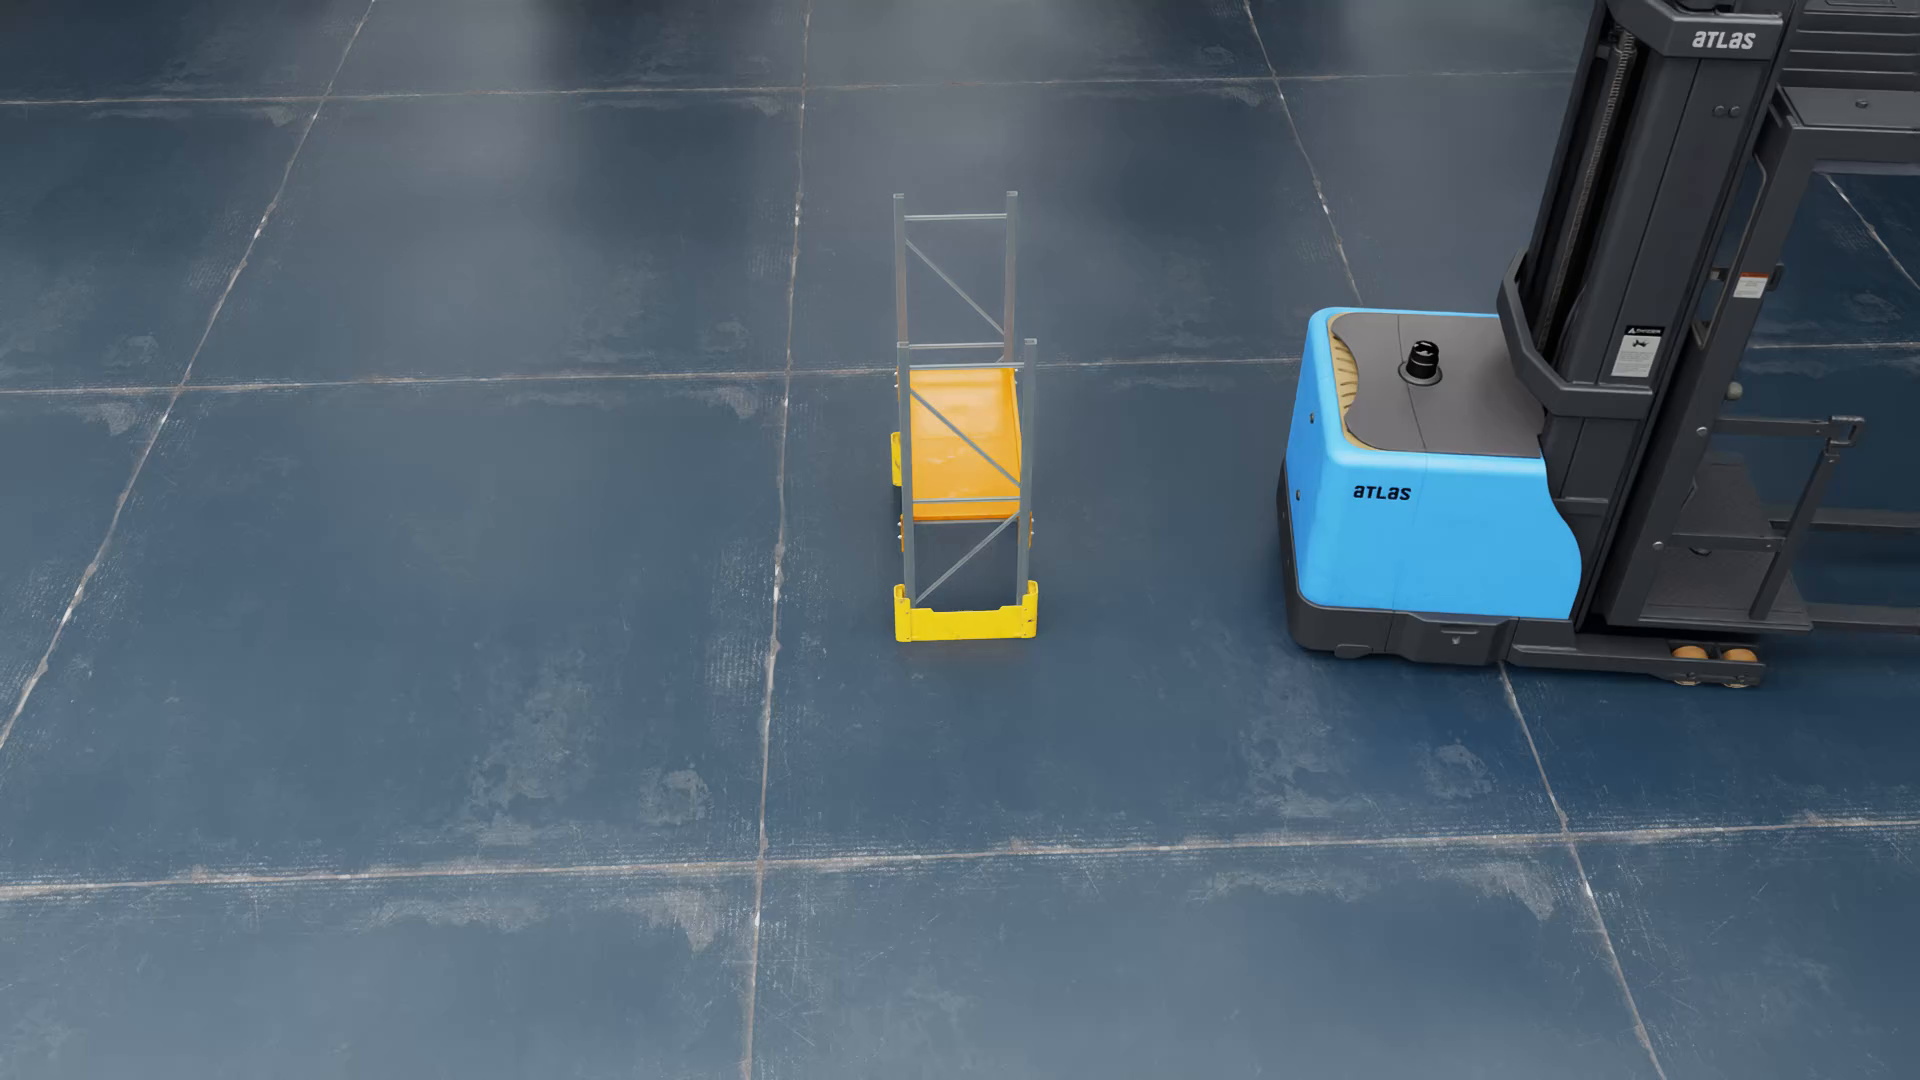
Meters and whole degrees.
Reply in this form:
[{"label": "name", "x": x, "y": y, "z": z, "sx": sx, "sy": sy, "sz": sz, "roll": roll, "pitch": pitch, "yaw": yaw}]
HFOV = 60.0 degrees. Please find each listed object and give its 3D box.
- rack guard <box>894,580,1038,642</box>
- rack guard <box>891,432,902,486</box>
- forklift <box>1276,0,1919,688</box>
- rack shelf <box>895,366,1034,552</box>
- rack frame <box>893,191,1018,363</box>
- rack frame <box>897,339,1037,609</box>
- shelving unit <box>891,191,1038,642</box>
[{"label": "rack guard", "x": 0.024, "y": 0.296, "z": 6.892, "sx": 0.587, "sy": 0.250, "sz": 0.087, "roll": -2, "pitch": 43, "yaw": -2}, {"label": "rack guard", "x": -0.018, "y": -0.377, "z": 7.626, "sx": 0.587, "sy": 0.250, "sz": 0.087, "roll": -2, "pitch": 43, "yaw": -2}, {"label": "forklift", "x": 2.903, "y": -0.857, "z": 6.165, "sx": 3.031, "sy": 2.935, "sz": 1.130, "roll": 3, "pitch": 43, "yaw": 3}, {"label": "rack shelf", "x": 0.004, "y": -0.363, "z": 6.952, "sx": 0.538, "sy": 0.185, "sz": 1.000, "roll": -2, "pitch": 43, "yaw": -2}, {"label": "rack frame", "x": -0.018, "y": -0.838, "z": 7.204, "sx": 0.500, "sy": 1.500, "sz": 0.032, "roll": -2, "pitch": 43, "yaw": -2}, {"label": "rack frame", "x": 0.025, "y": -0.152, "z": 6.456, "sx": 0.500, "sy": 1.500, "sz": 0.032, "roll": -2, "pitch": 43, "yaw": -2}, {"label": "shelving unit", "x": 0.003, "y": -0.501, "z": 6.837, "sx": 0.587, "sy": 1.500, "sz": 1.083, "roll": -2, "pitch": 43, "yaw": -2}]
